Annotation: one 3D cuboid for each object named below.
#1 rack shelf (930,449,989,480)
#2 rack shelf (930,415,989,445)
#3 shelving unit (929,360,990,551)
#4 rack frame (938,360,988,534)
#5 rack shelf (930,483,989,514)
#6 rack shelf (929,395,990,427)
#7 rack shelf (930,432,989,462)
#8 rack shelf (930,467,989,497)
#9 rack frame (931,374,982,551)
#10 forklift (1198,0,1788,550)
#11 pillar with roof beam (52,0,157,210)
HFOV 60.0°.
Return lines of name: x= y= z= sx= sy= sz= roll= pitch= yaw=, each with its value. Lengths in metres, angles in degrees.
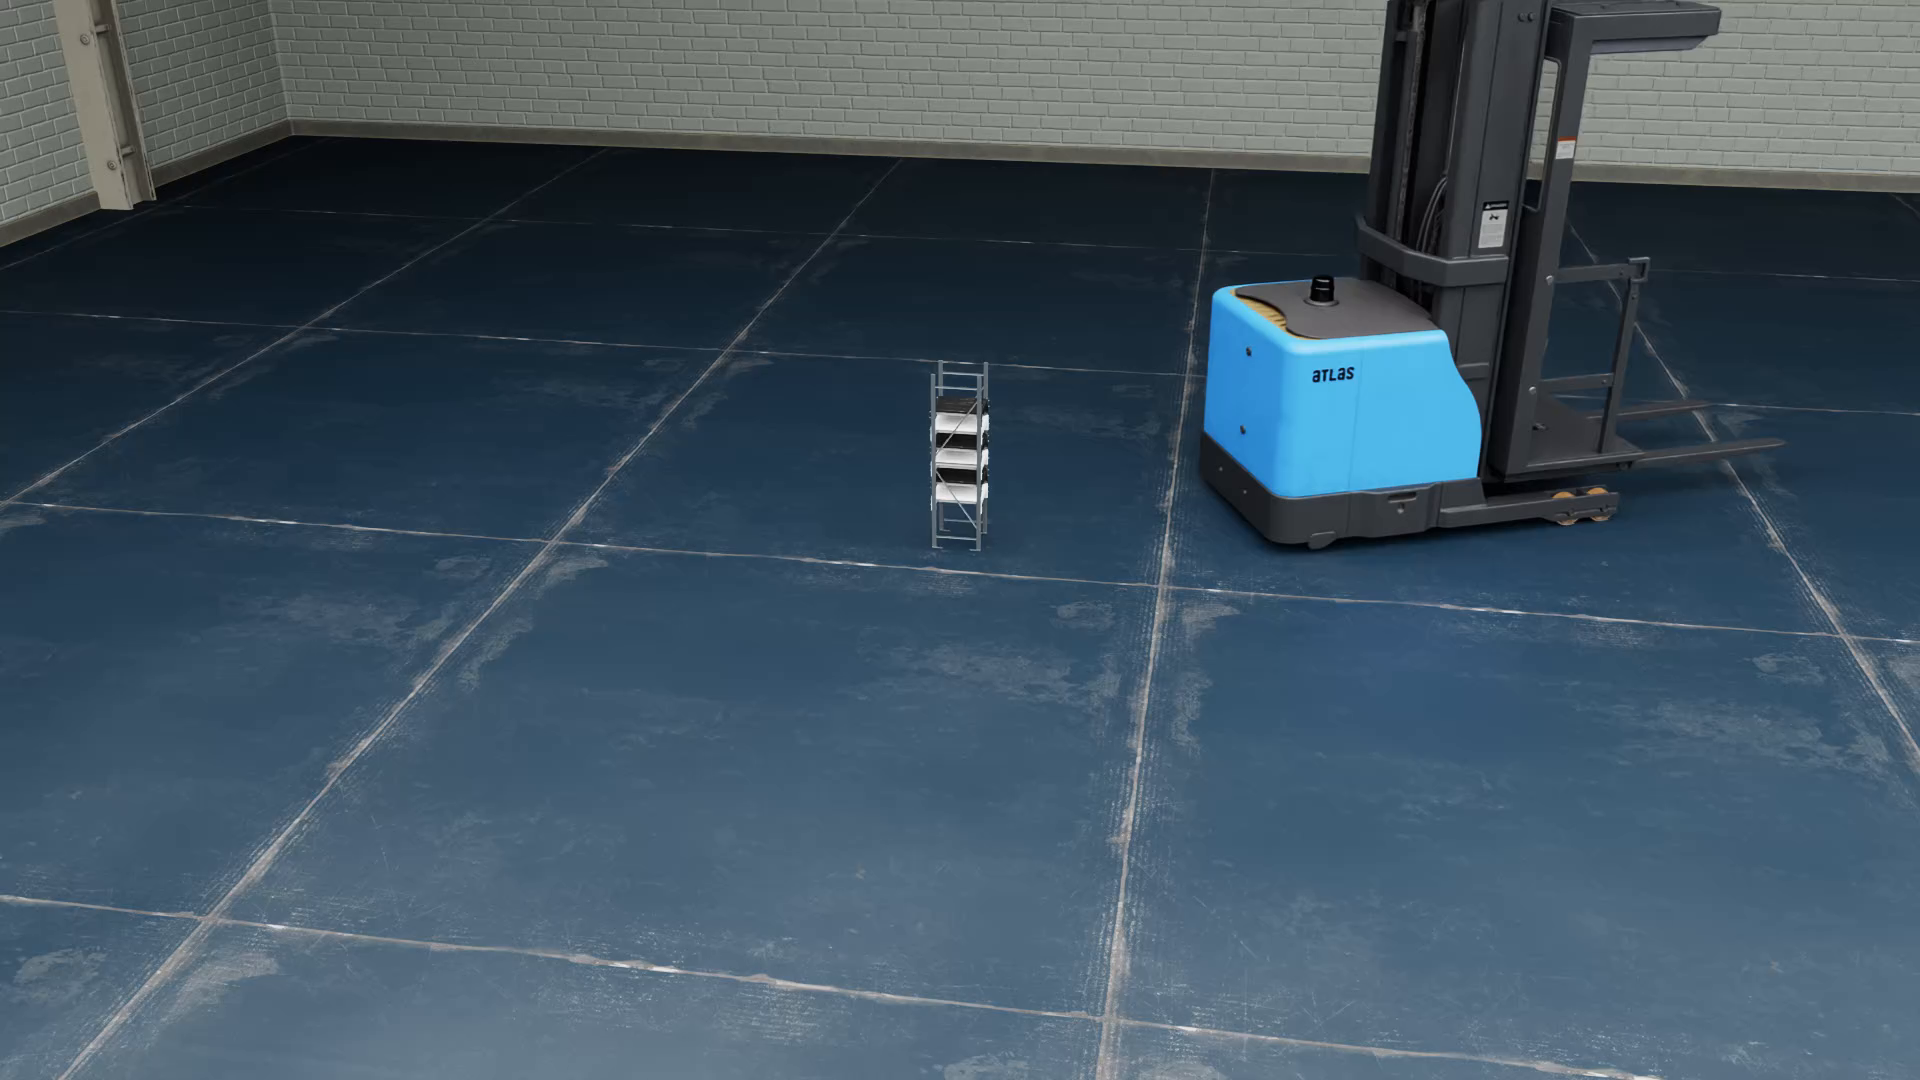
rack shelf: x=-0.001 y=-0.374 z=8.066 sx=0.258 sy=0.077 sz=0.200 roll=4 pitch=25 yaw=9
rack shelf: x=-0.001 y=-0.537 z=7.990 sx=0.258 sy=0.077 sz=0.200 roll=4 pitch=25 yaw=9
shelving unit: x=-0.001 y=-0.404 z=8.052 sx=0.258 sy=0.900 sz=0.210 roll=4 pitch=25 yaw=9
rack frame: x=0.015 y=-0.447 z=8.143 sx=0.240 sy=0.900 sz=0.006 roll=4 pitch=25 yaw=9
rack shelf: x=-0.001 y=-0.211 z=8.142 sx=0.258 sy=0.077 sz=0.200 roll=4 pitch=25 yaw=9
rack shelf: x=-0.001 y=-0.619 z=7.952 sx=0.258 sy=0.077 sz=0.200 roll=4 pitch=25 yaw=9
rack shelf: x=-0.001 y=-0.455 z=8.028 sx=0.258 sy=0.077 sz=0.200 roll=4 pitch=25 yaw=9
rack shelf: x=-0.001 y=-0.292 z=8.104 sx=0.258 sy=0.077 sz=0.200 roll=4 pitch=25 yaw=9
rack frame: x=-0.018 y=-0.362 z=7.961 sx=0.240 sy=0.900 sz=0.006 roll=4 pitch=25 yaw=9
forklift: x=2.845 y=-1.611 z=8.234 sx=3.031 sy=2.935 sz=1.130 roll=-6 pitch=26 yaw=-13
pillar with roof beam: x=-3.024 y=-6.714 z=11.980 sx=9.100 sy=9.000 sz=0.400 roll=4 pitch=25 yaw=9
